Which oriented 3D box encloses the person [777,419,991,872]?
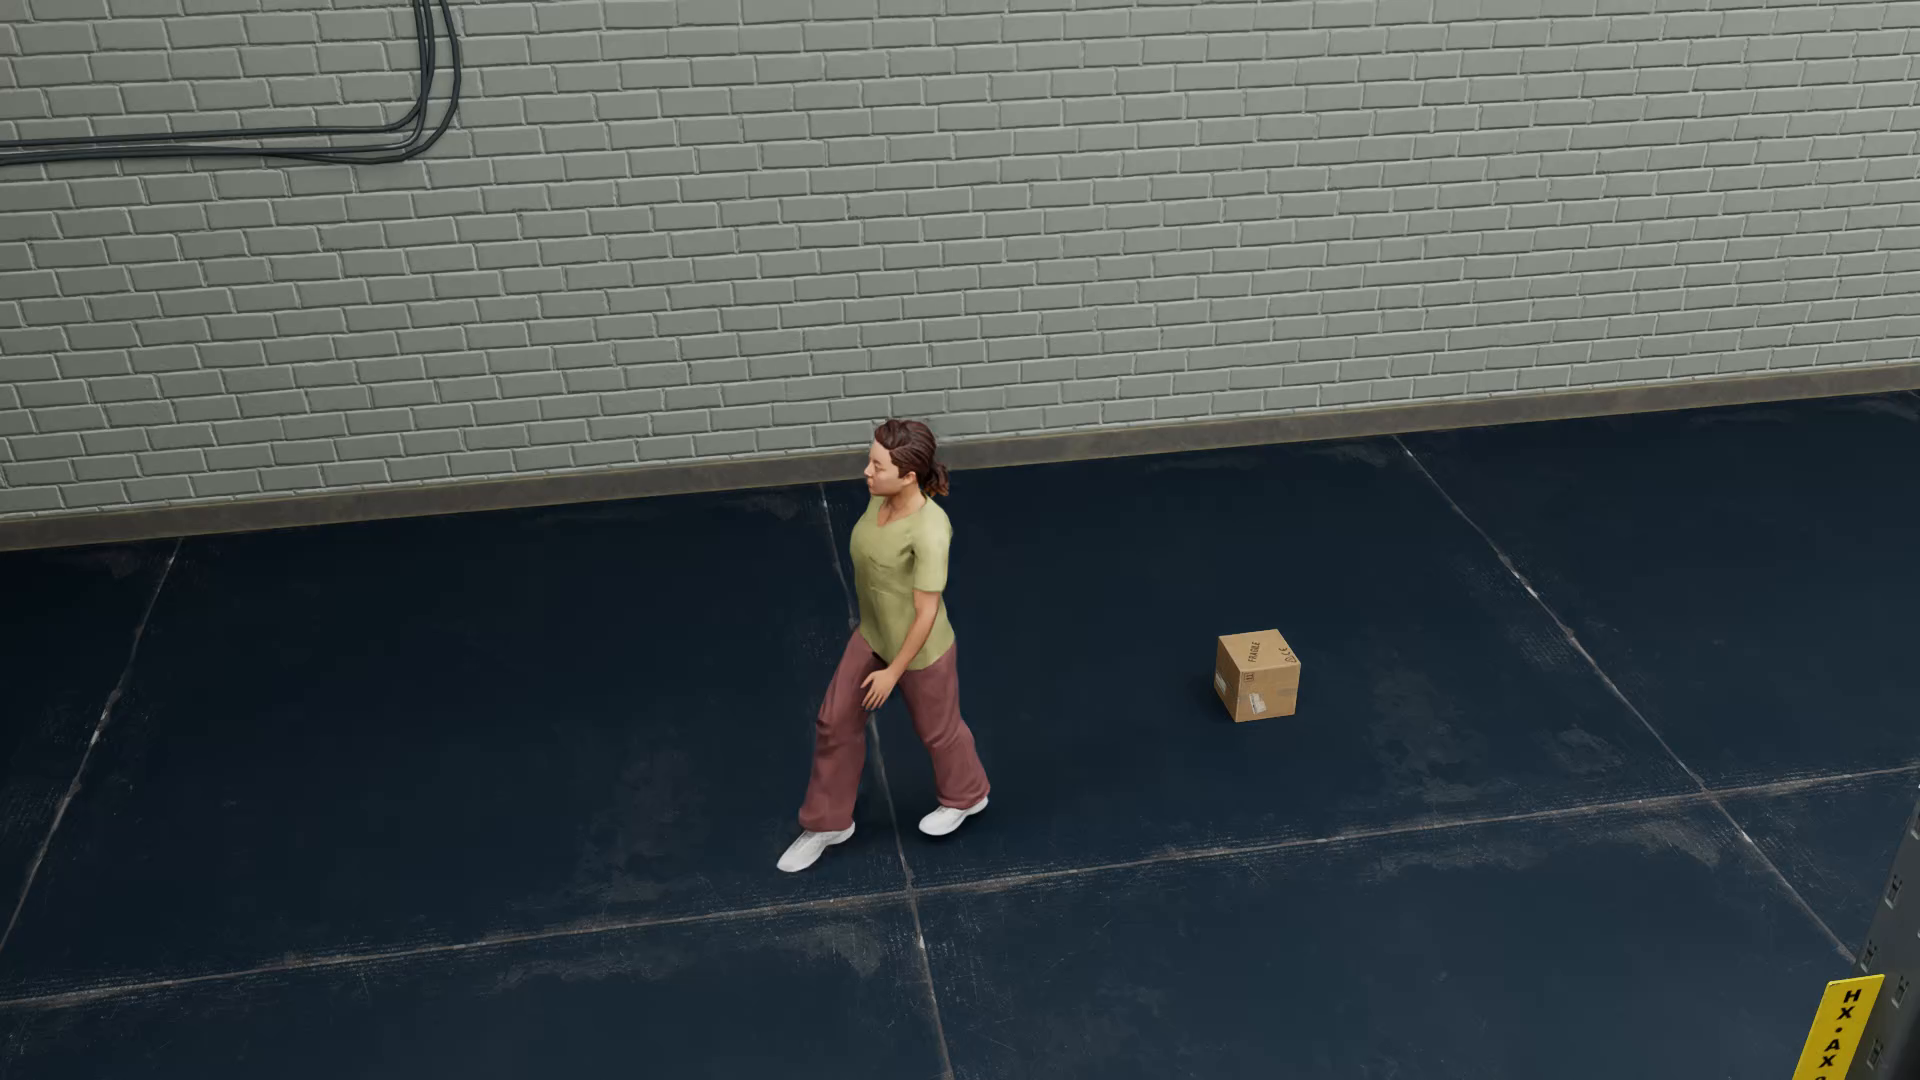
[{"bbox_3d":[-0.240,0.382,5.501,0.792,1.690,0.459,-18,35,-28],"label":"person"}]
